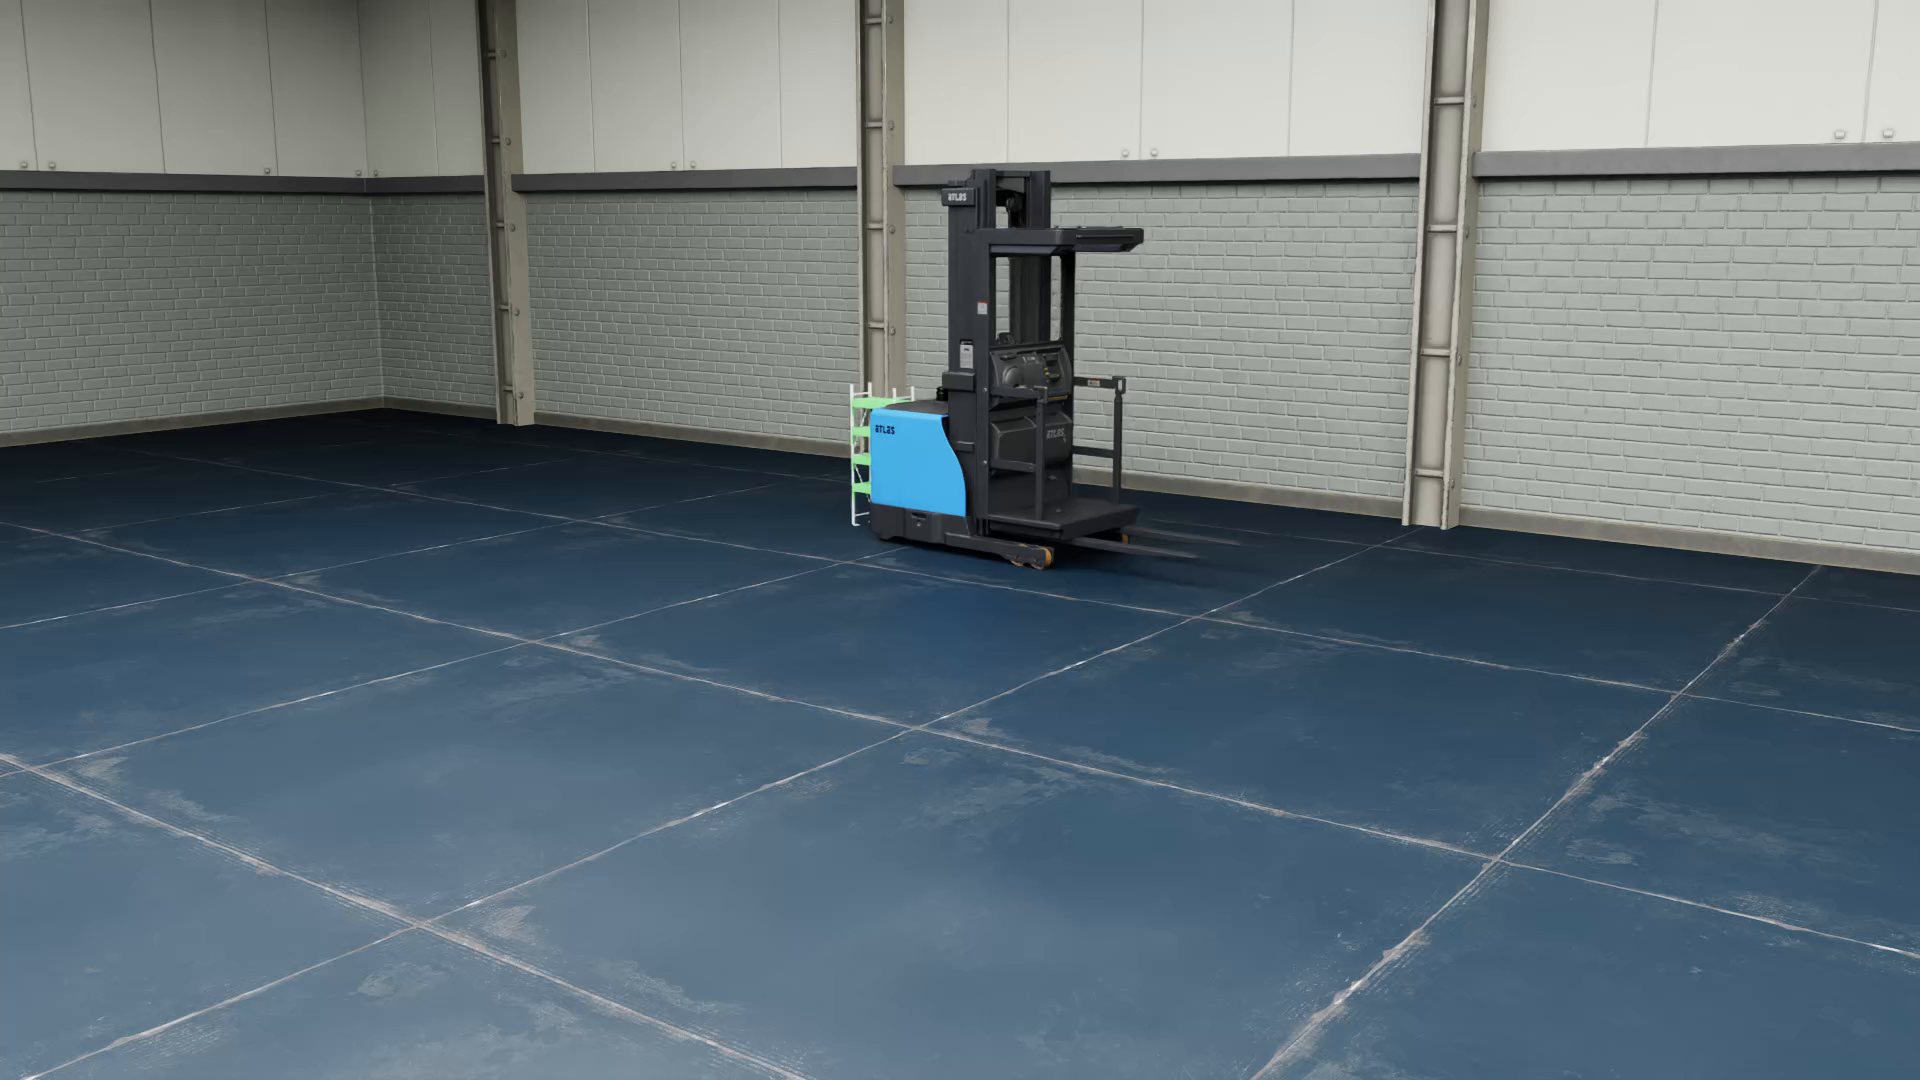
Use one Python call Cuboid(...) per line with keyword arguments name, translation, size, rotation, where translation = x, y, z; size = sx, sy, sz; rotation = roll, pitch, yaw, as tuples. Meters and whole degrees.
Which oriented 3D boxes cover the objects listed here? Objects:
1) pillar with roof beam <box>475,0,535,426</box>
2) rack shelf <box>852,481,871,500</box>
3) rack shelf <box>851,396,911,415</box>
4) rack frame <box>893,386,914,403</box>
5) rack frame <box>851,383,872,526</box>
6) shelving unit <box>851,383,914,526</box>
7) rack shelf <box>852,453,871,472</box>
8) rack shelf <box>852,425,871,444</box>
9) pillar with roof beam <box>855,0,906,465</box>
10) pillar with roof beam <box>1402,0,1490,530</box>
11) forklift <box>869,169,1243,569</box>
Cuboid(name="pillar with roof beam", translation=(-8.198, -5.241, 16.927), size=(0.400, 9.000, 9.100), rotation=(8, 13, 36))
Cuboid(name="rack shelf", translation=(-0.649, -0.402, 14.049), size=(0.480, 0.148, 0.258), rotation=(9, 14, 40))
Cuboid(name="rack shelf", translation=(-0.649, -1.109, 13.912), size=(0.480, 0.148, 0.258), rotation=(9, 14, 40))
Cuboid(name="rack frame", translation=(-0.464, -0.670, 13.836), size=(0.015, 1.200, 0.240), rotation=(9, 14, 40))
Cuboid(name="rack frame", translation=(-0.835, -0.730, 14.147), size=(0.015, 1.200, 0.240), rotation=(9, 14, 40))
Cuboid(name="shelving unit", translation=(-0.649, -0.700, 13.991), size=(0.503, 1.200, 0.258), rotation=(9, 14, 40))
Cuboid(name="rack shelf", translation=(-0.649, -0.638, 14.004), size=(0.480, 0.148, 0.258), rotation=(9, 14, 40))
Cuboid(name="rack shelf", translation=(-0.649, -0.873, 13.958), size=(0.480, 0.148, 0.258), rotation=(9, 14, 40))
Cuboid(name="pillar with roof beam", translation=(-3.362, -4.566, 13.440), size=(0.400, 9.000, 9.100), rotation=(8, 13, 36))
Cuboid(name="pillar with roof beam", translation=(1.474, -3.891, 9.953), size=(0.400, 9.000, 9.100), rotation=(8, 13, 36))
Cuboid(name="forklift", translation=(0.712, -1.333, 12.702), size=(3.031, 2.935, 1.130), rotation=(9, 14, 40))
